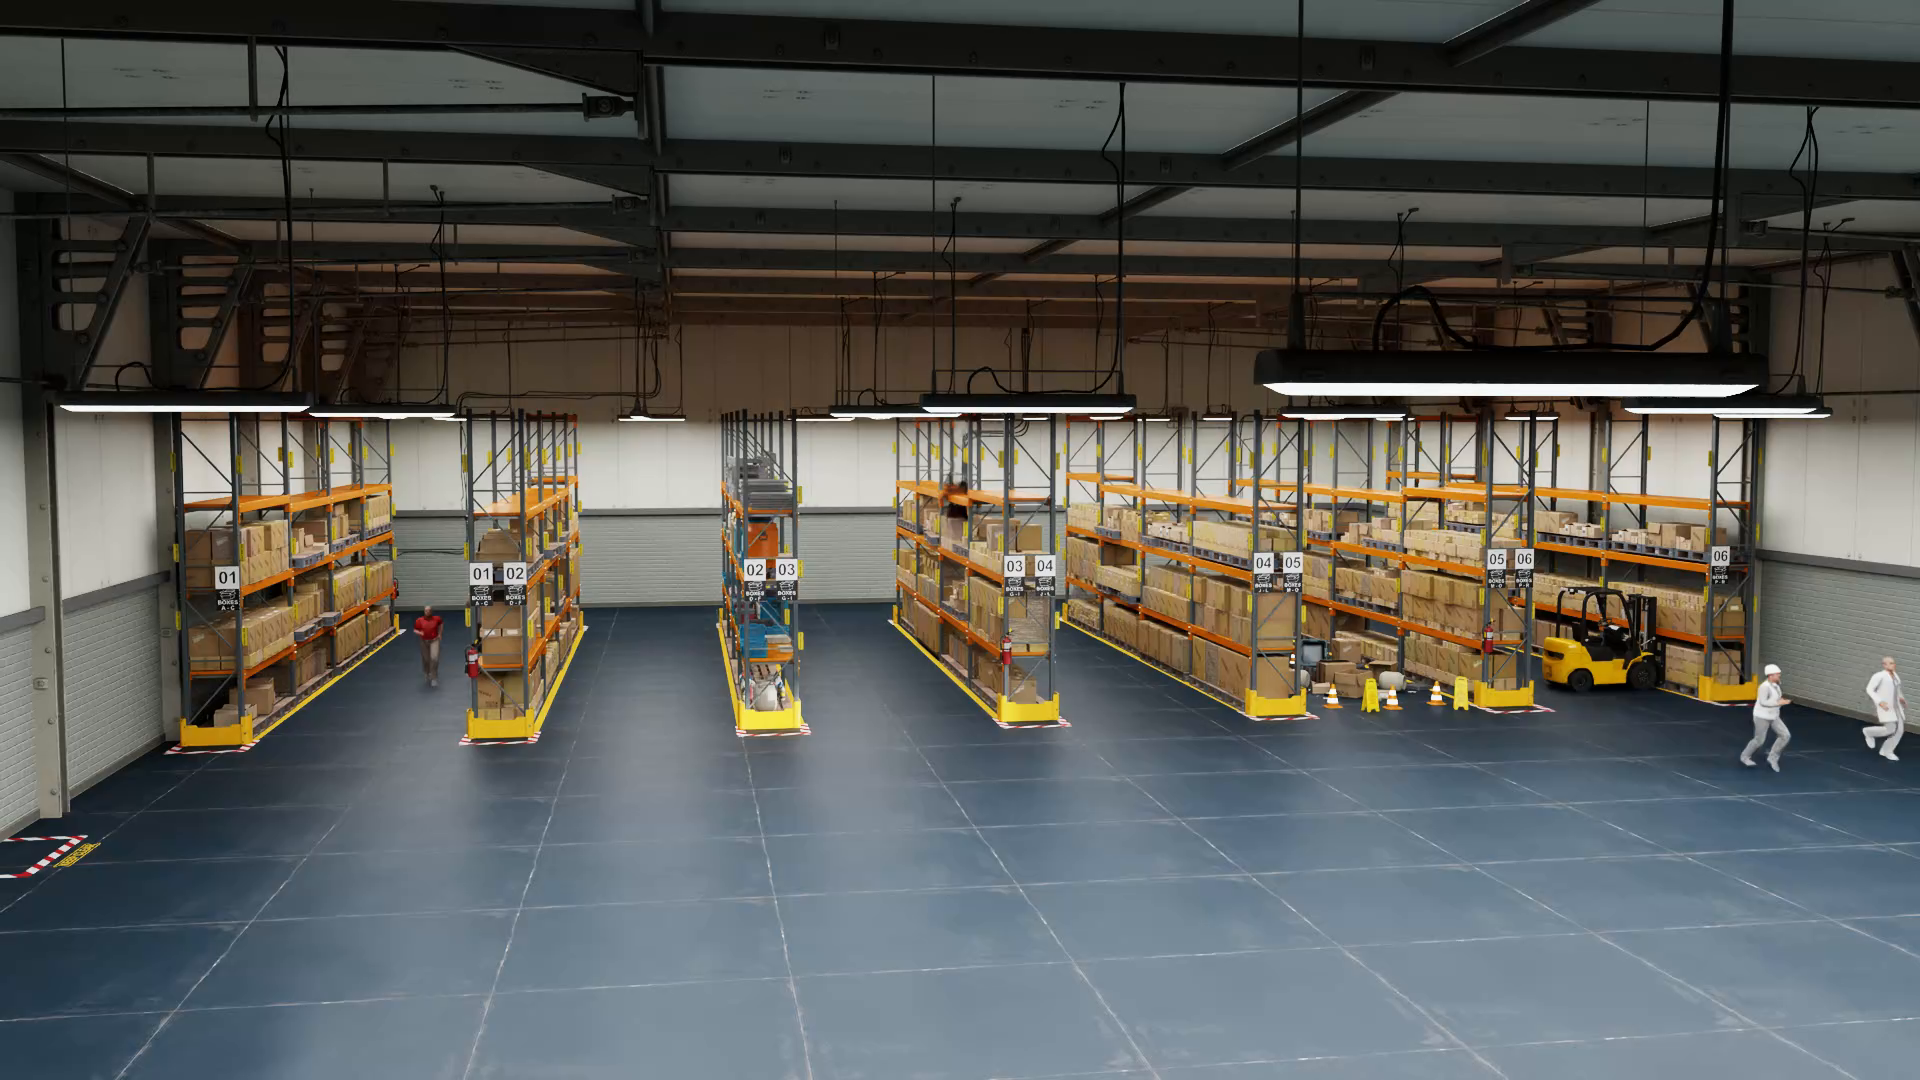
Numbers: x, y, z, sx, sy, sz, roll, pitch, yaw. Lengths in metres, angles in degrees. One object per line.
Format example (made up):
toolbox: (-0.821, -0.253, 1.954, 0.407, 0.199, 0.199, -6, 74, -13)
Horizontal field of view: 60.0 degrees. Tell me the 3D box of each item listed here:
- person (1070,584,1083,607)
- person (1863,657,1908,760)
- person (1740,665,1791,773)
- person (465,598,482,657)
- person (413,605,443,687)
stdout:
person: (3.484, 1.437, 49.972, 0.765, 1.630, 0.749, 1, 4, 15)
person: (15.899, 2.885, 28.590, 0.724, 1.743, 0.653, -2, 4, -22)
person: (13.298, 2.930, 27.415, 0.680, 1.786, 0.825, -3, 5, -38)
person: (-11.658, 2.129, 40.371, 0.685, 1.618, 0.749, -1, 4, -10)
person: (-11.685, 2.310, 36.566, 0.608, 1.767, 0.909, -1, 4, -12)
